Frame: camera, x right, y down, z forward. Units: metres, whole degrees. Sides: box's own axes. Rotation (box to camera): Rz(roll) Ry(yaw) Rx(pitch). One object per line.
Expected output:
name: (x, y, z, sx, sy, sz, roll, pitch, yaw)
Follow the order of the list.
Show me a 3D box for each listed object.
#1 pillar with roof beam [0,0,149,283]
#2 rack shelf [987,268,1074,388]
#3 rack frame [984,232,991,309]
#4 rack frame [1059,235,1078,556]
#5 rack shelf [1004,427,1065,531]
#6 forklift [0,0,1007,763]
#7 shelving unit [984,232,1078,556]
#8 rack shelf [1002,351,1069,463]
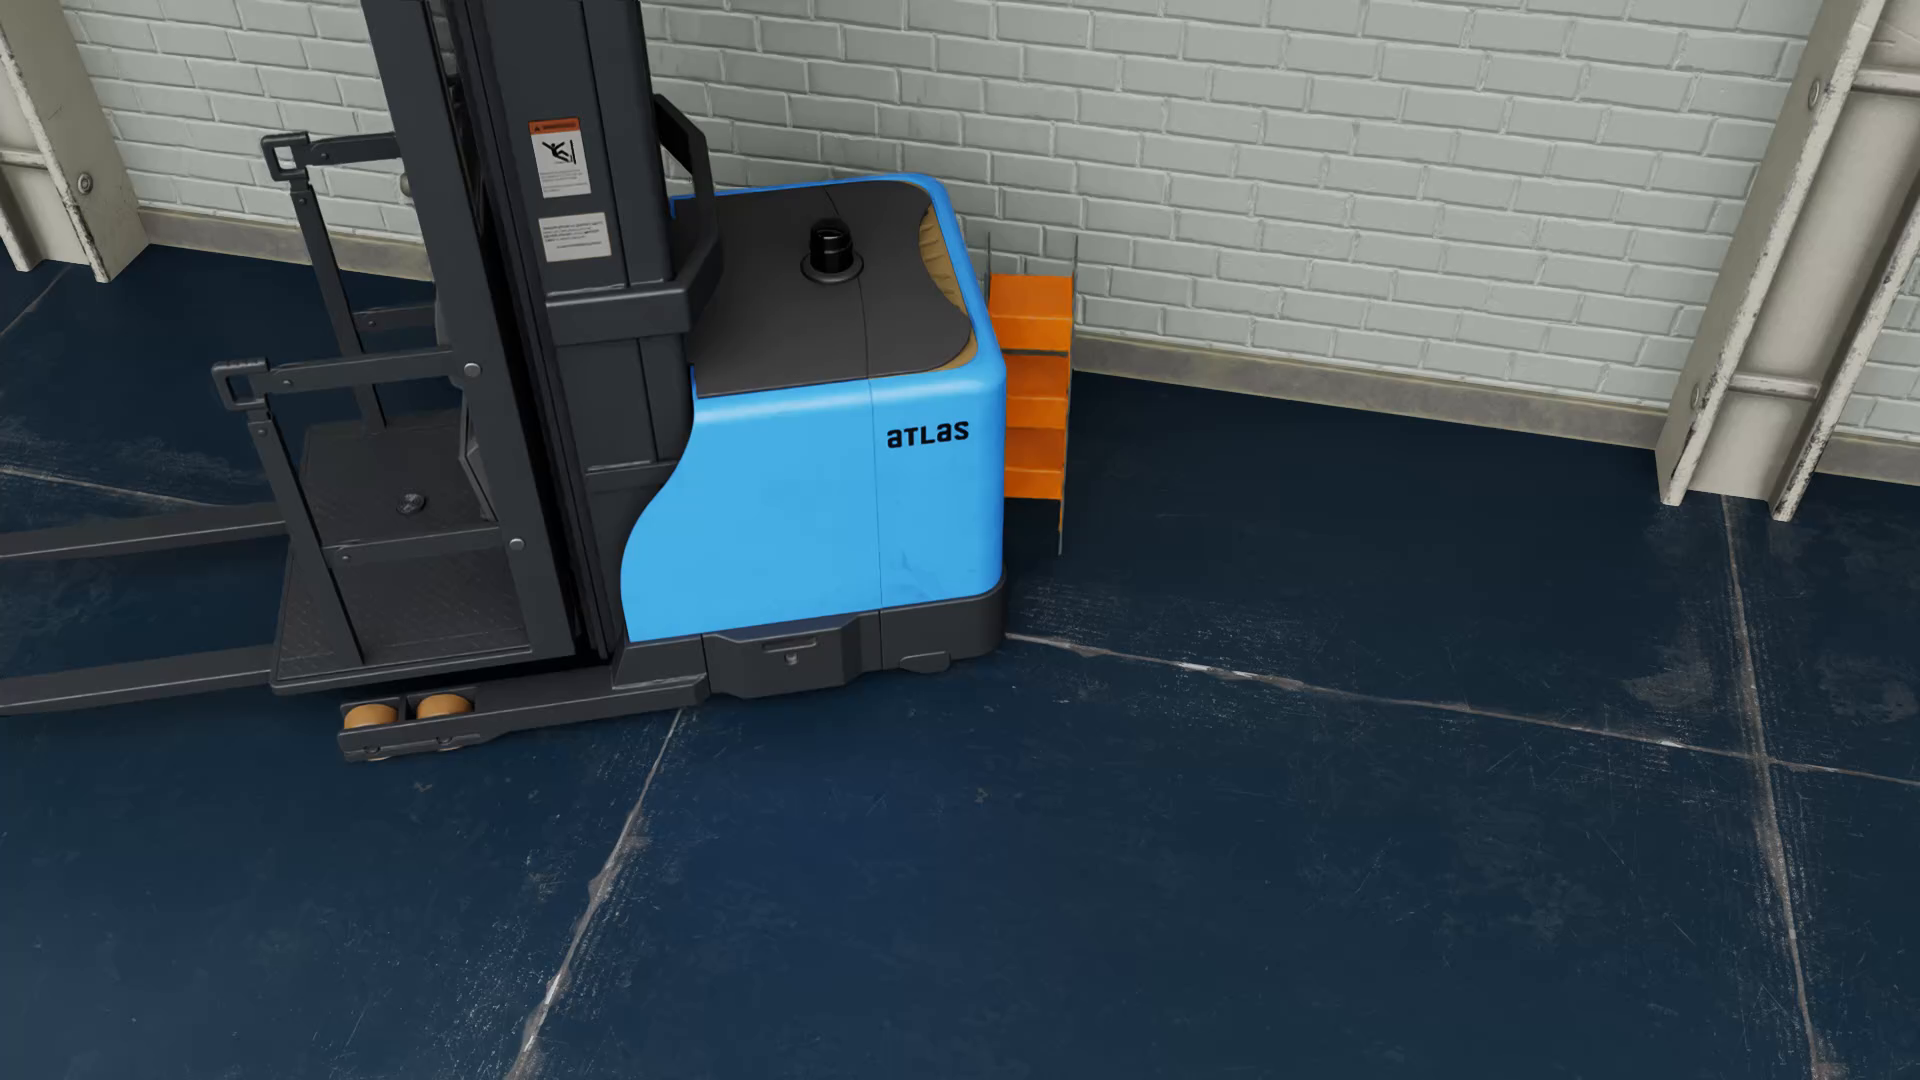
pillar with roof beam: (-4.301, -1.429, 0.246, 0.400, 9.000, 9.100, 9, 45, 9)
rack shelf: (0.197, -0.601, 4.724, 0.240, 0.259, 0.215, 3, 44, 3)
rack frame: (0.075, -0.410, 4.919, 0.008, 1.050, 0.200, 3, 44, 3)
rack frame: (0.318, -0.399, 4.907, 0.008, 1.050, 0.200, 3, 44, 3)
rack shelf: (0.197, -0.197, 5.113, 0.240, 0.259, 0.215, 3, 44, 3)
forklift: (-1.436, -0.843, 4.012, 3.031, 2.935, 1.130, -7, 44, -8)
shelving unit: (0.197, -0.405, 4.913, 0.252, 1.050, 0.215, 3, 44, 3)
rack shelf: (0.197, -0.397, 4.921, 0.240, 0.259, 0.215, 3, 44, 3)
